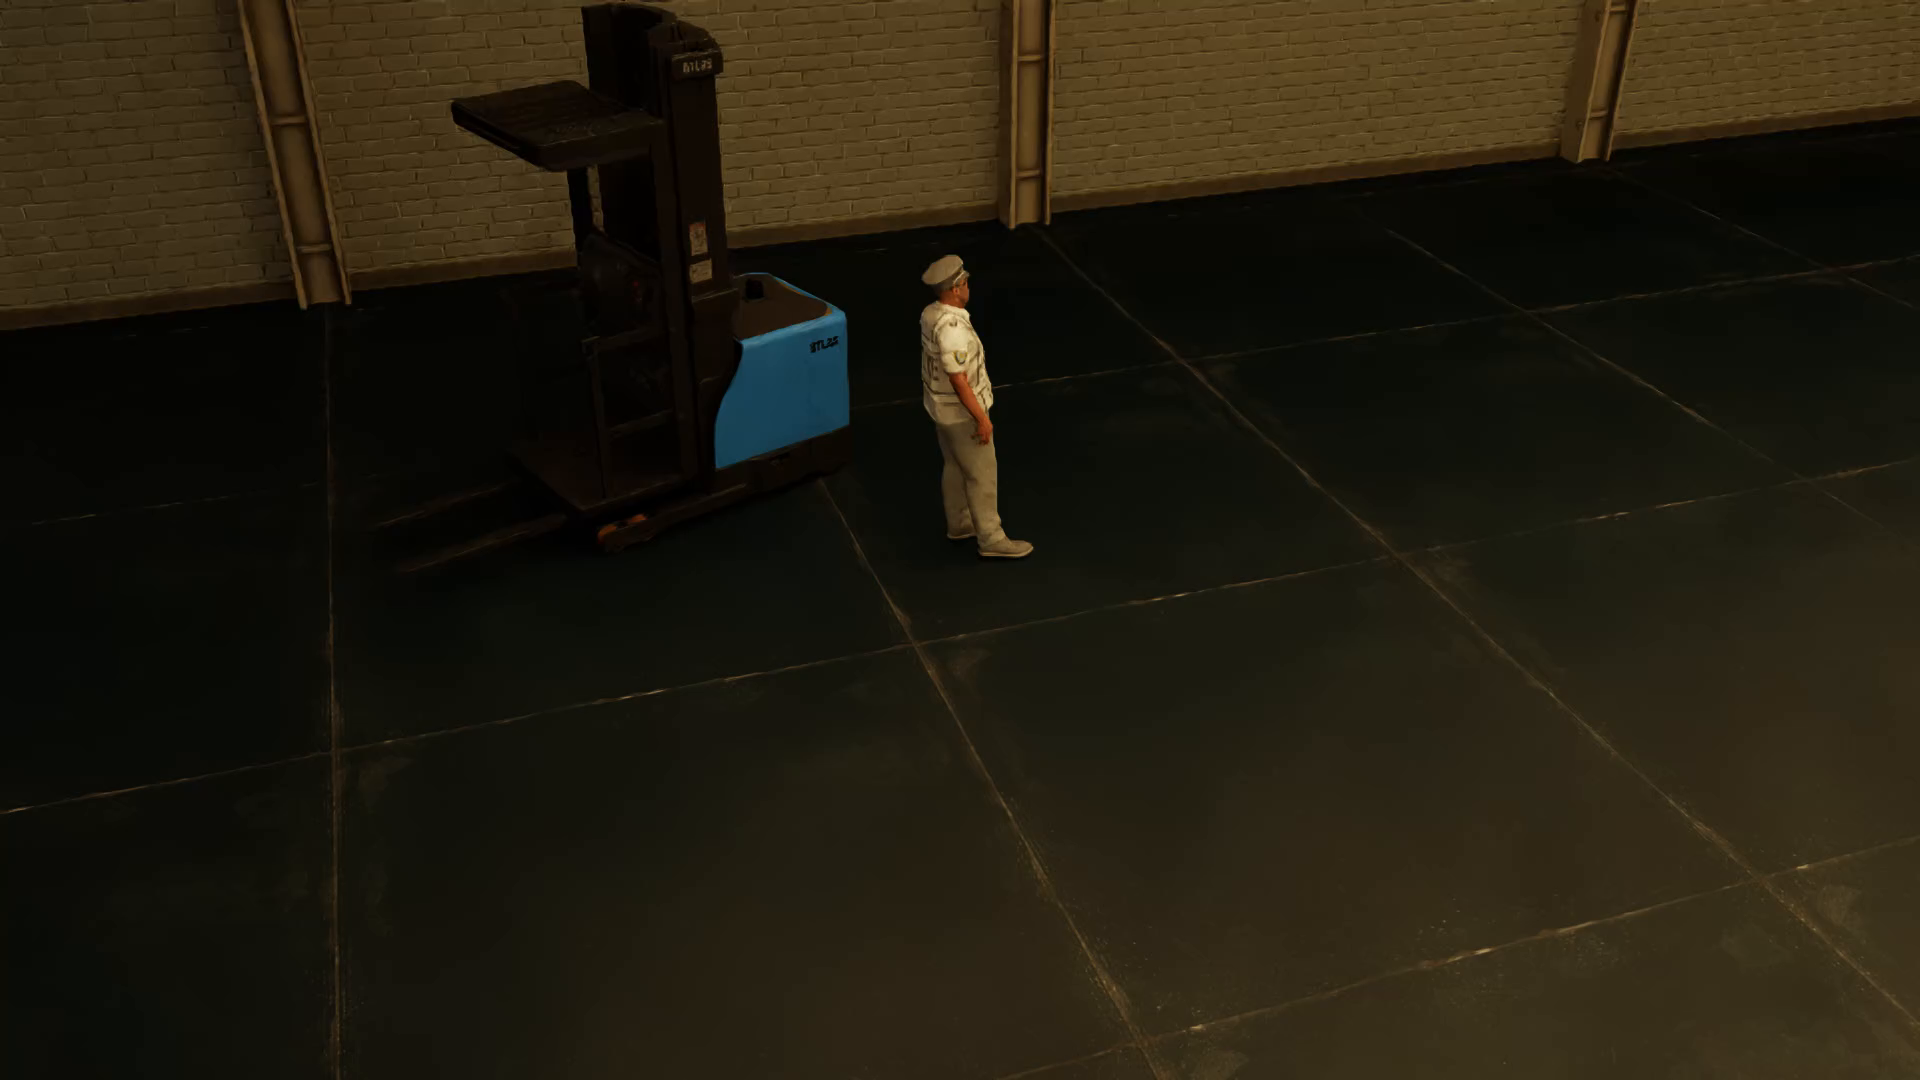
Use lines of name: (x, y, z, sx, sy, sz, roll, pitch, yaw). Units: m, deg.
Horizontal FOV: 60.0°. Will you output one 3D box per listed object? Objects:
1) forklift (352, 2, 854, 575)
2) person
forklift: (-2.161, -1.489, 9.675, 3.031, 2.935, 1.130, -22, 36, -33)
person: (0.078, -0.786, 9.589, 0.574, 1.781, 0.640, -10, 31, -16)
